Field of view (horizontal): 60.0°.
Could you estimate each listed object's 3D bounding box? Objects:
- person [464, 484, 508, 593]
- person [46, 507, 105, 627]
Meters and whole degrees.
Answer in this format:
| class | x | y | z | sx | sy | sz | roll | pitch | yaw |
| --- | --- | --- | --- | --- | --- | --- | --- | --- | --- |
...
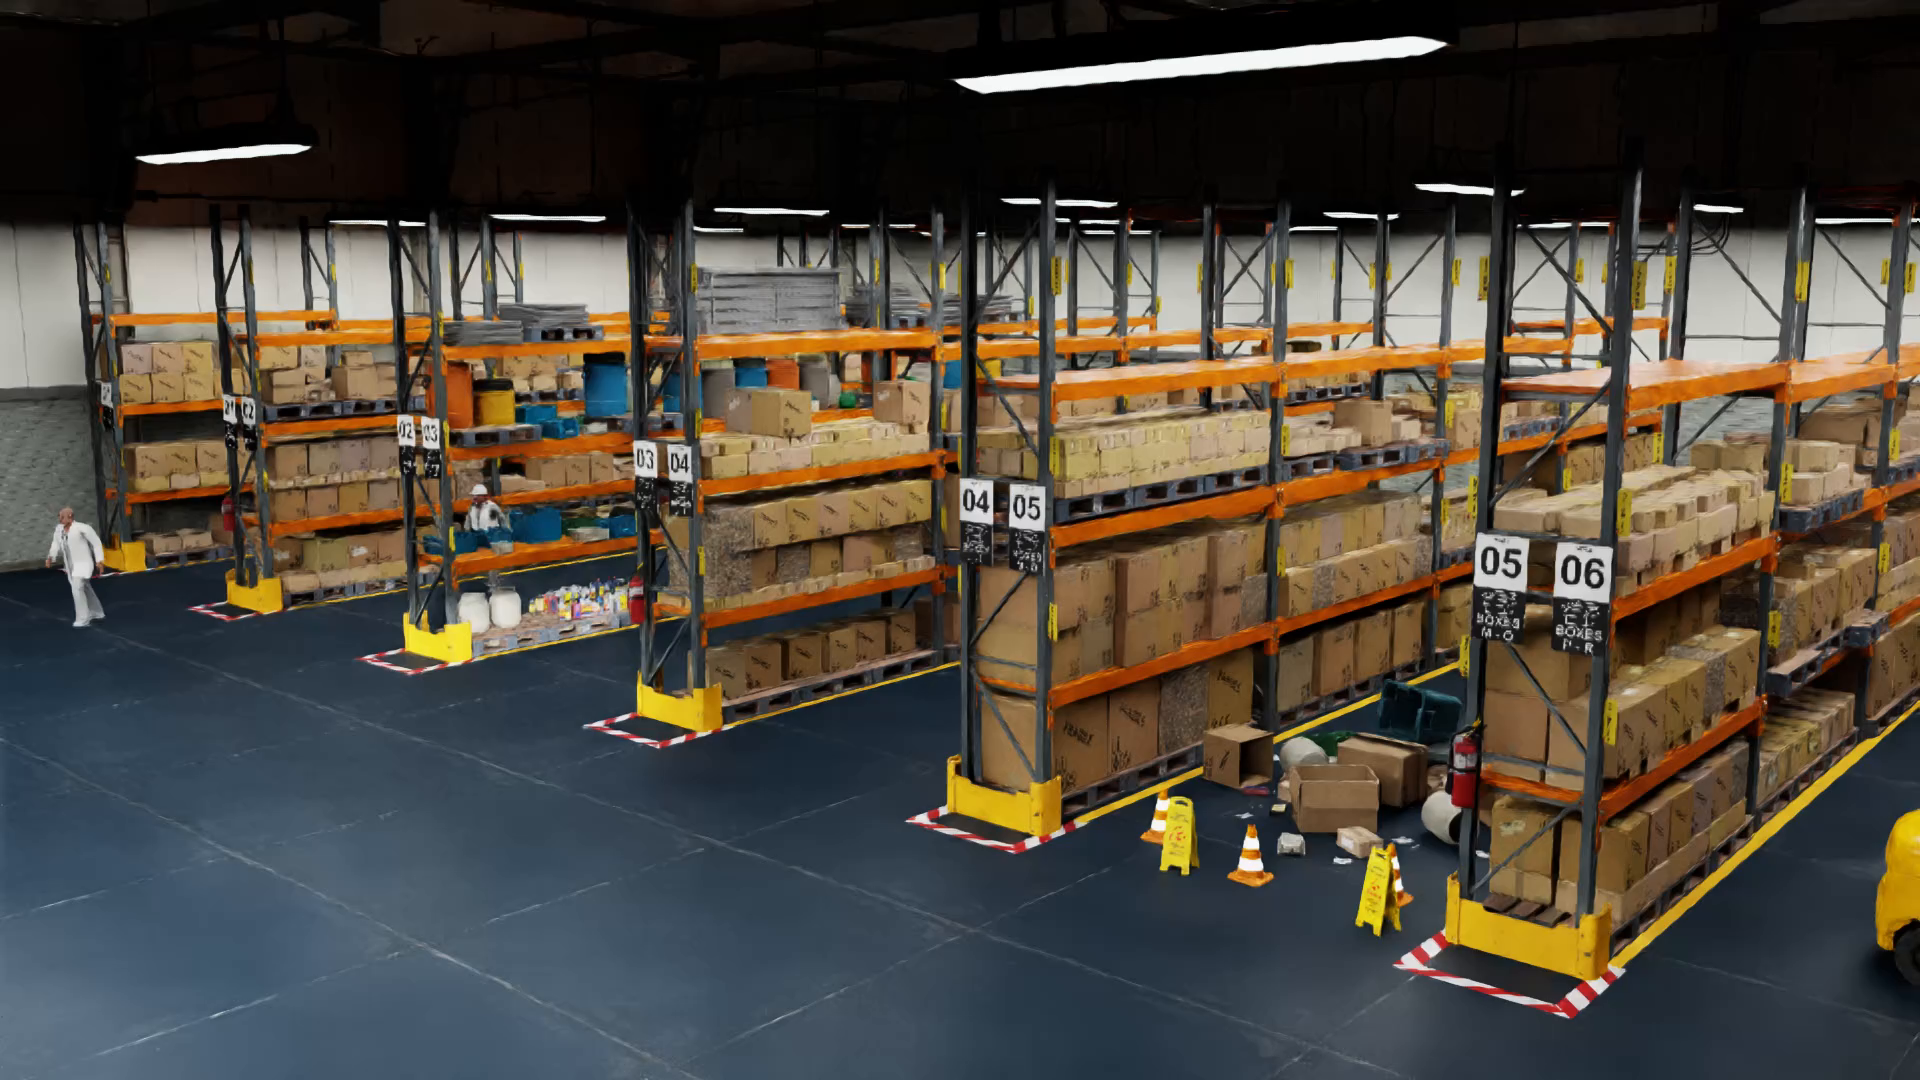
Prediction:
| class | x | y | z | sx | sy | sz | roll | pitch | yaw |
| --- | --- | --- | --- | --- | --- | --- | --- | --- | --- |
| person | -7.479 | -0.050 | 26.367 | 0.682 | 1.713 | 0.844 | 4 | 10 | 24 |
| person | -12.642 | 0.362 | 23.865 | 0.735 | 1.719 | 0.866 | 4 | 10 | 23 |
